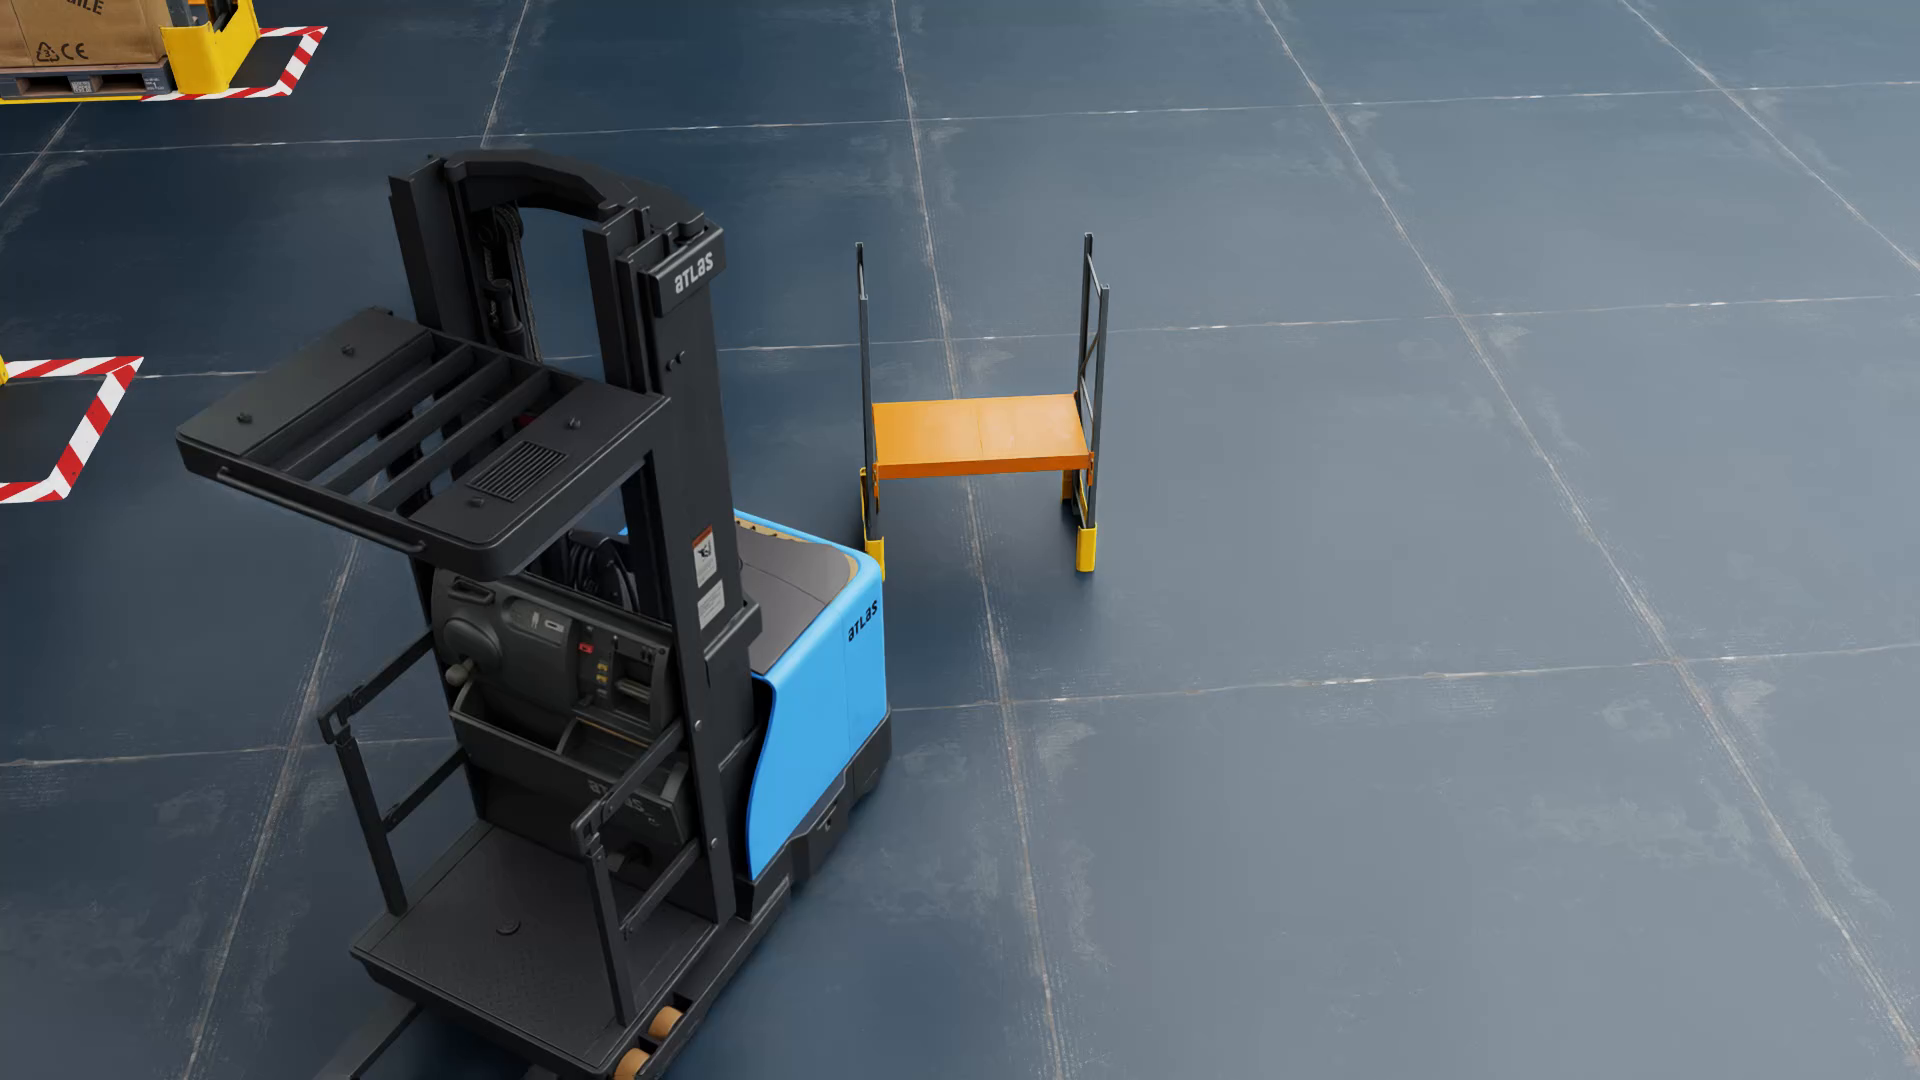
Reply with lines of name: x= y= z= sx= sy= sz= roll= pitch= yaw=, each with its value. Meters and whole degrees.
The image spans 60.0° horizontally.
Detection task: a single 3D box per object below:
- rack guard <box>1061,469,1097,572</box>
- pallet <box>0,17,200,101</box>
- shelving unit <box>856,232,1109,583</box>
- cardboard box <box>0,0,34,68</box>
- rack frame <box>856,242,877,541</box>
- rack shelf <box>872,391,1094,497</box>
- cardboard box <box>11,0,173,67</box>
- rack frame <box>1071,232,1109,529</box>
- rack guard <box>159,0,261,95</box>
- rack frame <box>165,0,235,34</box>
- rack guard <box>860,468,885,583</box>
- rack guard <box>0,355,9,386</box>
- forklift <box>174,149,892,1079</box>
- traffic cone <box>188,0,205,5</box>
rack guard: x=0.572 y=-0.130 z=8.034 sx=0.087 sy=0.250 sz=0.587 roll=-3 pitch=38 yaw=-4
pallet: x=-6.449 y=-3.629 z=12.501 sx=1.213 sy=0.211 sz=1.003 roll=-3 pitch=38 yaw=-4
shelving unit: x=0.076 y=-0.593 z=7.613 sx=1.083 sy=1.500 sz=0.587 roll=-3 pitch=38 yaw=-4
cardboard box: x=-7.205 y=-4.019 z=12.120 sx=0.875 sy=0.875 sz=0.875 roll=-4 pitch=38 yaw=-5
rack frame: x=-0.421 y=-0.566 z=7.578 sx=0.032 sy=1.500 sz=0.500 roll=-3 pitch=38 yaw=-4
rack shelf: x=0.085 y=-0.452 z=7.725 sx=1.000 sy=0.185 sz=0.538 roll=-3 pitch=38 yaw=-4
cardboard box: x=-6.329 y=-4.068 z=12.183 sx=0.875 sy=0.875 sz=0.875 roll=-3 pitch=38 yaw=-4
rack frame: x=0.591 y=-0.621 z=7.649 sx=0.032 sy=1.500 sz=0.500 roll=-3 pitch=38 yaw=-4
rack guard: x=-5.635 y=-3.836 z=12.530 sx=0.348 sy=0.500 sz=1.175 roll=-3 pitch=38 yaw=-4
rack frame: x=-5.659 y=-4.816 z=11.754 sx=0.127 sy=3.000 sz=1.000 roll=-3 pitch=38 yaw=-4
rack guard: x=-0.420 y=-0.075 z=7.965 sx=0.087 sy=0.250 sz=0.587 roll=-3 pitch=38 yaw=-4
rack guard: x=-5.396 y=-0.764 z=8.637 sx=0.348 sy=0.500 sz=1.175 roll=-3 pitch=38 yaw=-4
forklift: x=-1.412 y=0.428 z=5.163 sx=1.130 sy=2.935 sz=3.031 roll=18 pitch=42 yaw=21
traffic cone: x=-6.314 y=-4.667 z=13.613 sx=0.334 sy=0.463 sz=0.336 roll=-3 pitch=38 yaw=-4
